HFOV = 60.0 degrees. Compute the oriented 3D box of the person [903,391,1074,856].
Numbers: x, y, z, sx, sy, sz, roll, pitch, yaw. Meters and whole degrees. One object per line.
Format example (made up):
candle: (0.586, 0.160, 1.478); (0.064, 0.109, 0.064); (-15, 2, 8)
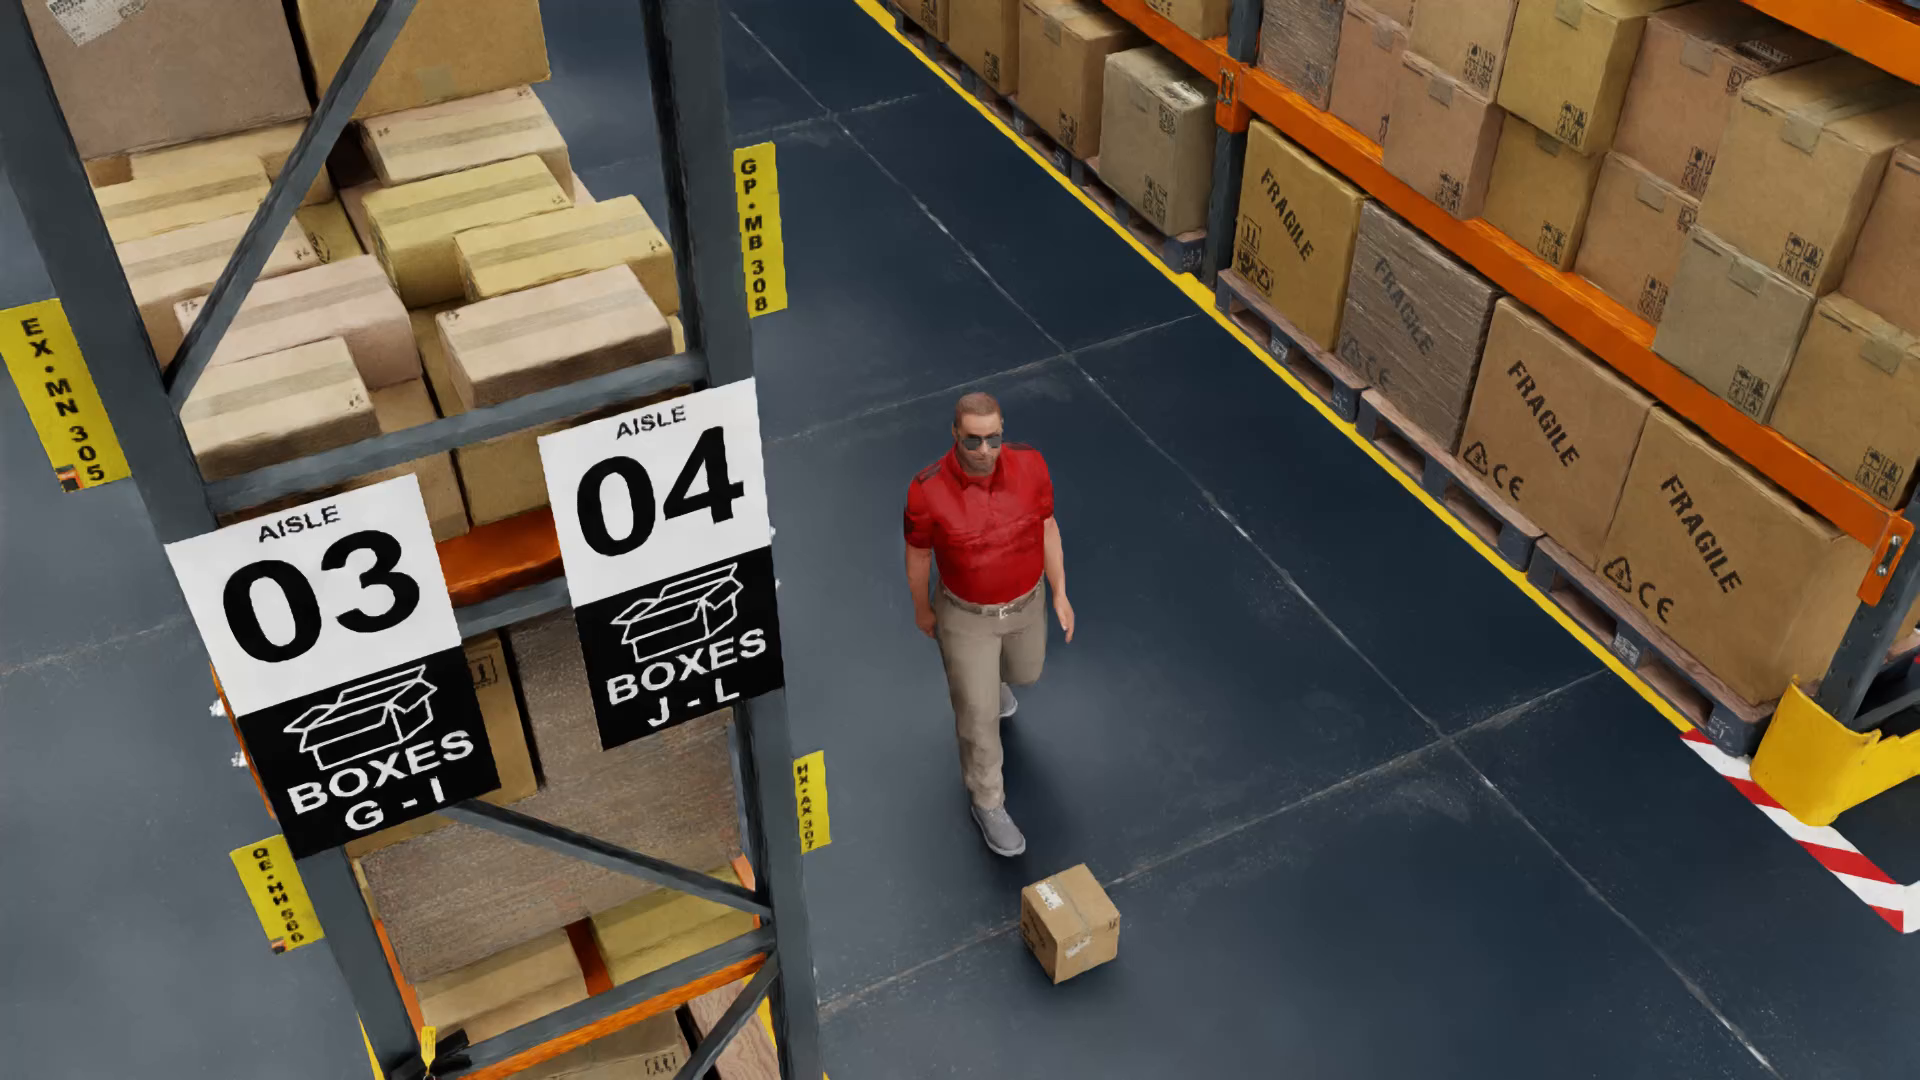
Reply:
person: (0.127, 0.248, 5.887); (0.534, 1.690, 0.898); (-18, 44, -20)
